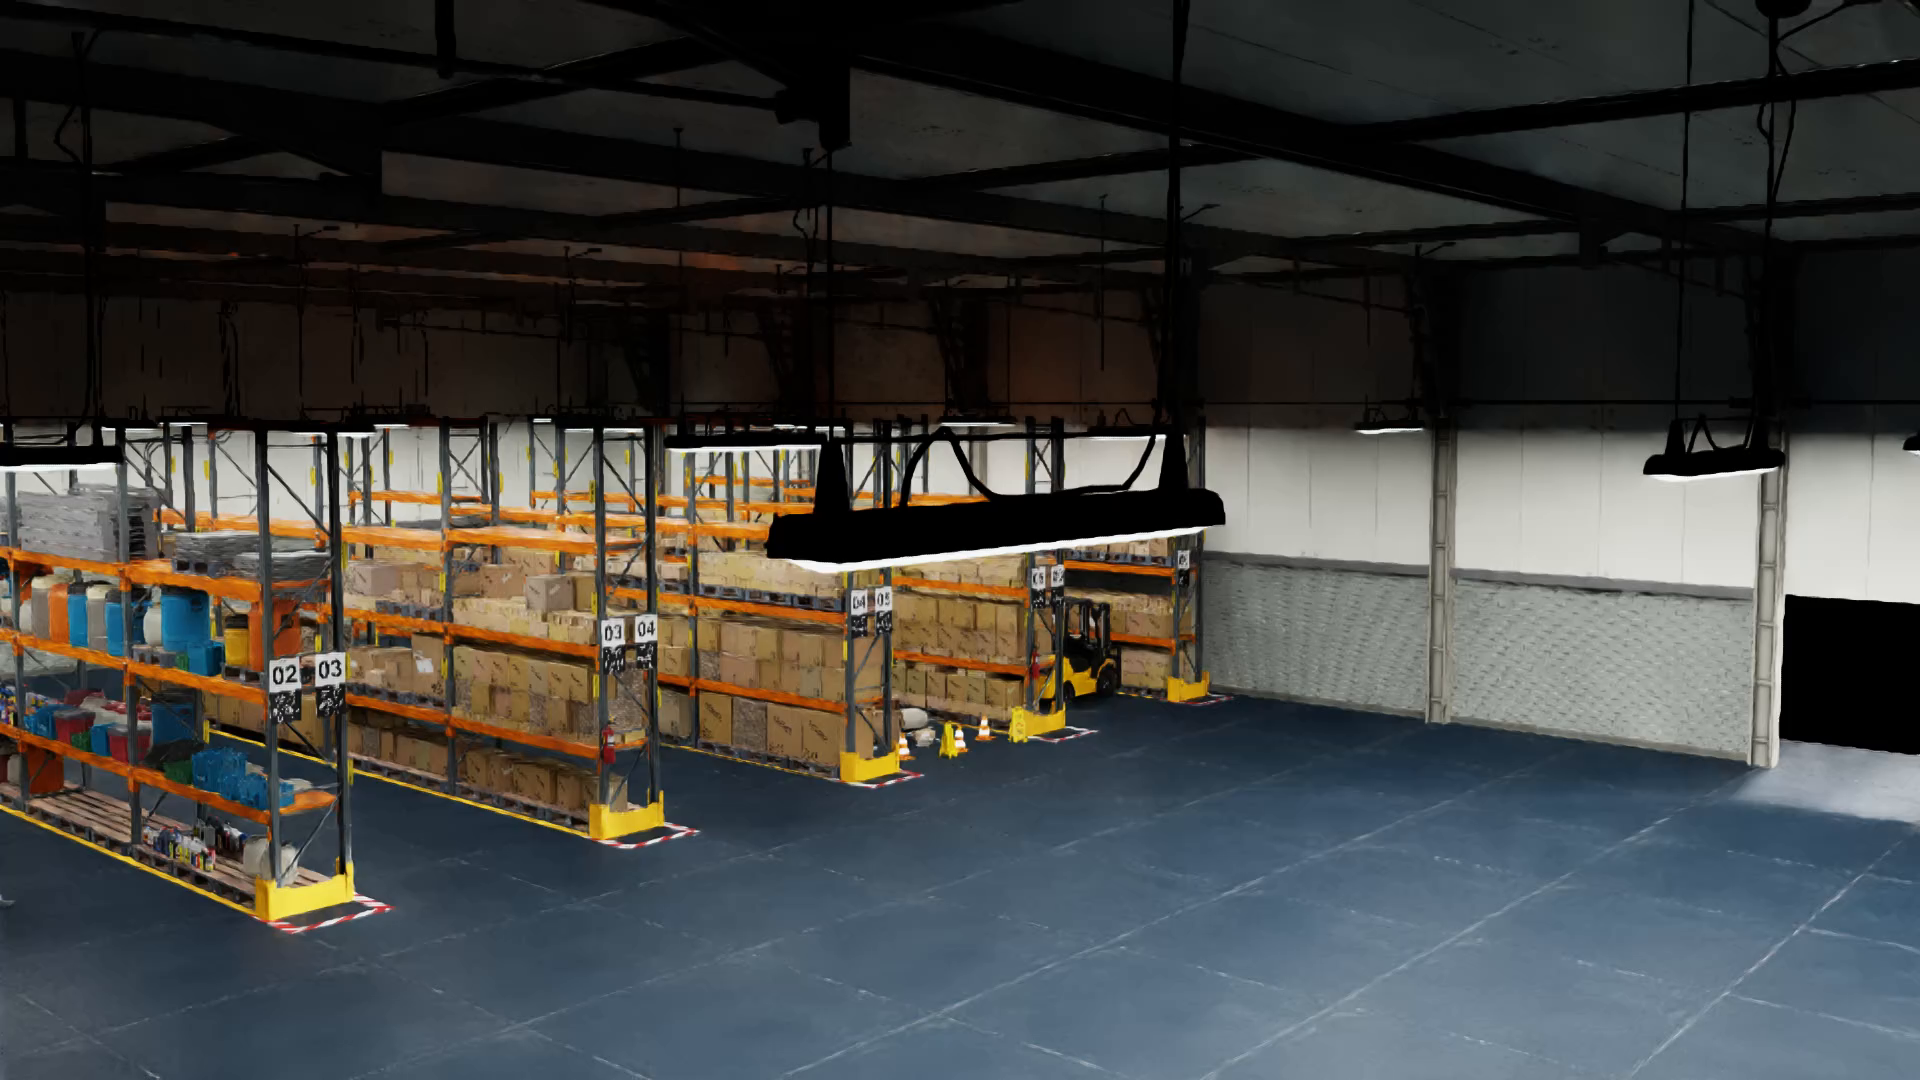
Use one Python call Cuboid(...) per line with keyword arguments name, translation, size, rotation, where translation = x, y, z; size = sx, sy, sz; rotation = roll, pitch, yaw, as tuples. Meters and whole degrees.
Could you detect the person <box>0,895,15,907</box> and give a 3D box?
Cuboid(name="person", translation=(-12.305, 3.750, 20.593), size=(0.844, 1.715, 0.684), rotation=(2, 5, 24))
